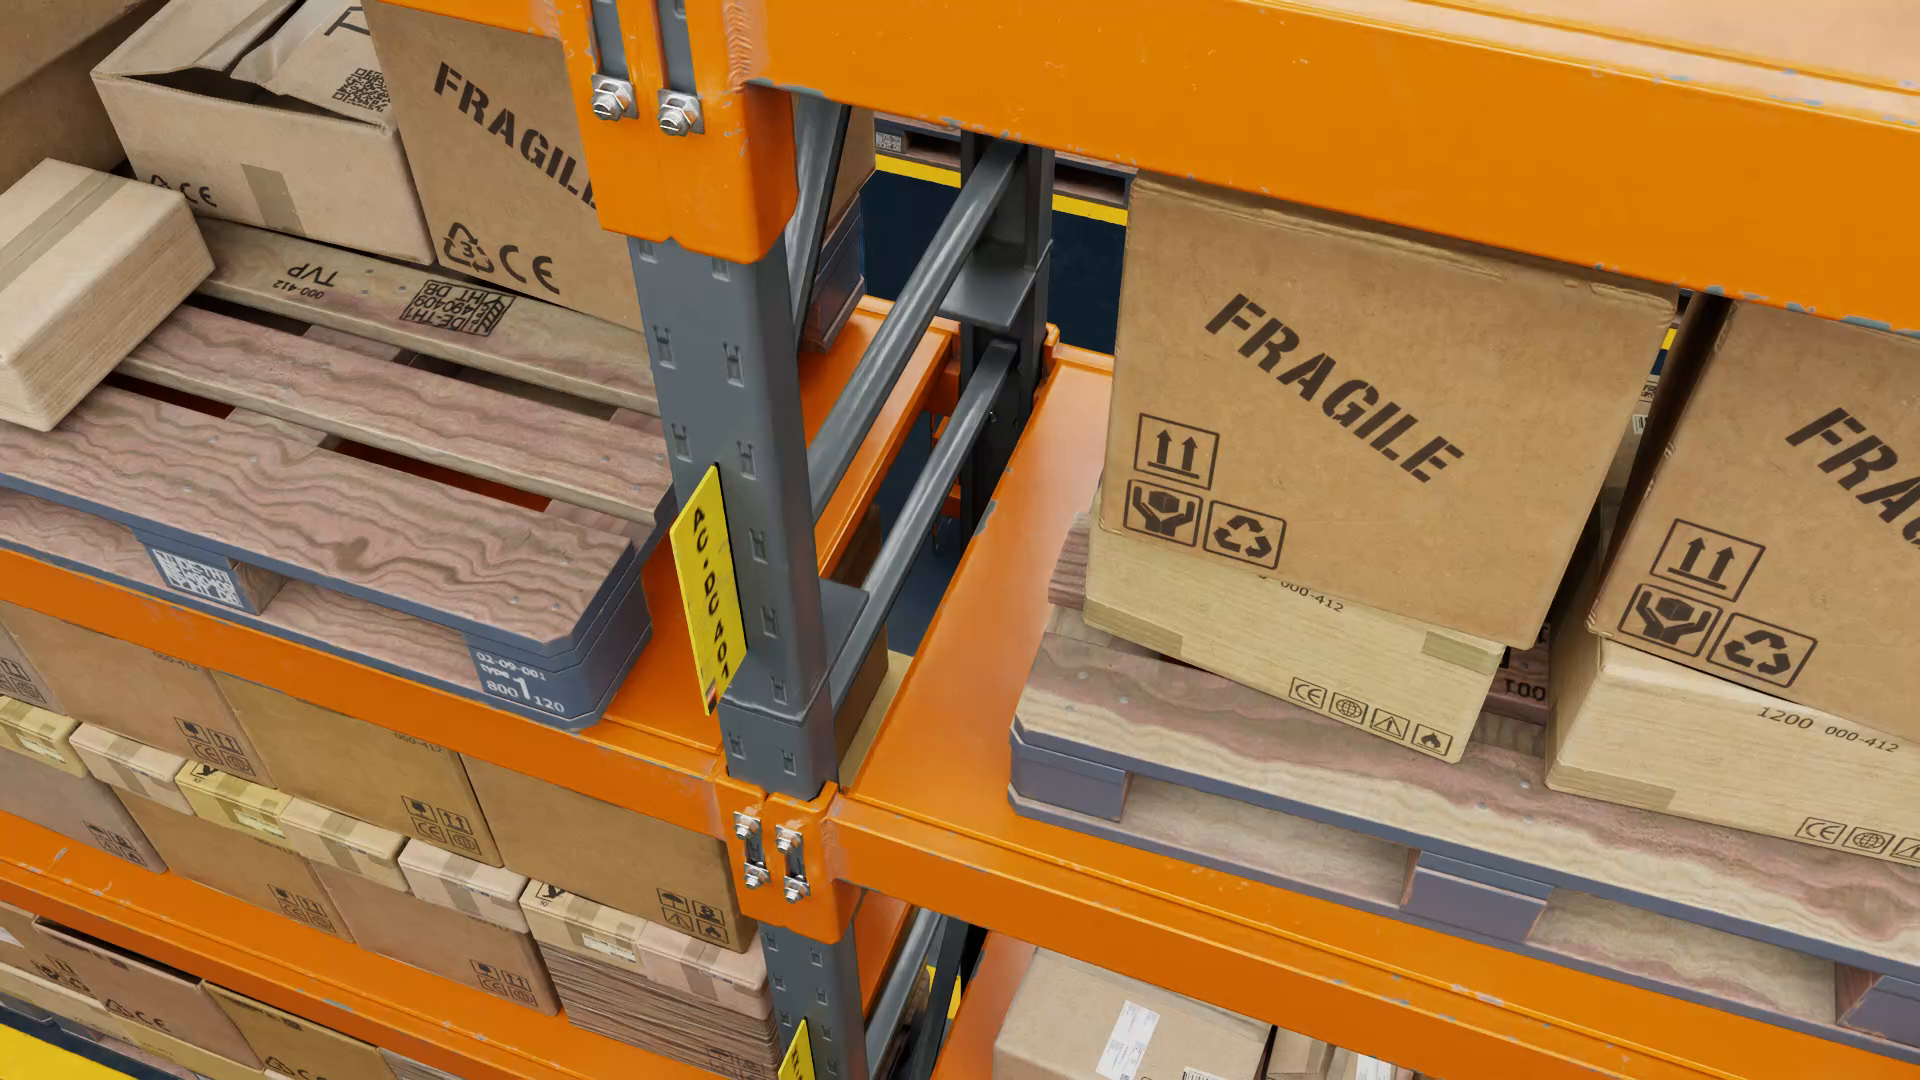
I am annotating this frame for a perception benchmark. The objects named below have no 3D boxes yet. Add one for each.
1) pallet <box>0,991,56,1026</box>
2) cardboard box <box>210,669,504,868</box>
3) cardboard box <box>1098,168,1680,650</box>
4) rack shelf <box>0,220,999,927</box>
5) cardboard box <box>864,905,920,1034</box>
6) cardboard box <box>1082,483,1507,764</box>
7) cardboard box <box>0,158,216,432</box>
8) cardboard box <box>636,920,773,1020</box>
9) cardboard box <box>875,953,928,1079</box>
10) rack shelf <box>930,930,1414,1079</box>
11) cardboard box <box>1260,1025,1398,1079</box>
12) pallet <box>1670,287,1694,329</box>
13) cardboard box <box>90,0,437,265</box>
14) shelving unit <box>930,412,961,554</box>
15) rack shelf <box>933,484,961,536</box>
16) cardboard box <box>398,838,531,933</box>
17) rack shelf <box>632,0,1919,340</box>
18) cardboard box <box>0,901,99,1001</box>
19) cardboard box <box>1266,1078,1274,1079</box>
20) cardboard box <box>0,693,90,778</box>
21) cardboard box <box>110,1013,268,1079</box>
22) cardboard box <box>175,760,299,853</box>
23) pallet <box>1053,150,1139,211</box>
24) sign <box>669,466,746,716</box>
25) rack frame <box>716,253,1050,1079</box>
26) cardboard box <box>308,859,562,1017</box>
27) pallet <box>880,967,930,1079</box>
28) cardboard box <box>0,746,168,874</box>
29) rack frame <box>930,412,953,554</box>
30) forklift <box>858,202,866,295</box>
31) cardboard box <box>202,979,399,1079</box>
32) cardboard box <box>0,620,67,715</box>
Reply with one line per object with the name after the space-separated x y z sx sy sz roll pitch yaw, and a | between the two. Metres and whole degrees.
-3.104 0.883 5.345 1.213 0.211 1.003 16 51 13 | pallet
-0.976 0.146 3.214 0.500 0.500 0.700 15 51 13 | cardboard box
0.482 -0.280 1.848 0.500 0.500 0.500 16 51 14 | cardboard box
-1.959 -0.424 3.123 4.000 0.370 1.077 16 51 13 | rack shelf
-0.410 1.021 4.426 0.500 0.500 0.500 16 51 13 | cardboard box
0.491 -0.056 2.150 0.500 0.250 0.500 20 52 17 | cardboard box
-1.309 -0.359 2.387 0.250 0.149 0.380 16 51 13 | cardboard box
-0.413 0.682 3.178 0.250 0.149 0.380 16 51 13 | cardboard box
-0.413 1.273 4.703 0.500 0.250 0.500 16 51 13 | cardboard box
1.793 1.606 3.349 4.000 0.370 1.077 16 51 13 | rack shelf
0.805 0.991 3.495 0.258 0.266 0.396 14 51 12 | cardboard box
3.509 -1.231 7.178 1.213 0.211 1.003 16 51 13 | pallet
-0.971 -0.750 2.619 0.500 0.311 0.500 13 50 11 | cardboard box
0.050 -0.330 5.841 0.252 1.050 0.215 16 51 13 | shelving unit
0.050 -0.141 6.059 0.240 0.259 0.215 16 51 13 | rack shelf
-0.890 0.549 3.294 0.250 0.149 0.380 14 51 12 | cardboard box
1.793 -0.228 1.233 4.000 0.370 1.077 16 51 13 | rack shelf
-2.466 0.866 4.560 0.500 0.500 0.500 16 51 13 | cardboard box
0.677 1.306 3.299 0.250 0.149 0.380 16 51 13 | cardboard box
-1.853 0.281 3.526 0.250 0.149 0.380 17 51 14 | cardboard box
-2.003 1.254 4.720 0.500 0.250 0.500 16 51 13 | cardboard box
-1.366 0.414 3.410 0.250 0.149 0.380 15 51 13 | cardboard box
0.988 -1.903 7.760 1.213 0.211 1.003 16 51 13 | pallet
-0.274 0.063 1.831 0.005 0.325 0.100 16 51 13 | sign
-0.083 0.847 3.531 0.127 3.000 1.000 16 51 13 | rack frame
-0.999 0.569 3.706 0.500 0.500 0.700 15 51 13 | cardboard box
-0.815 1.522 4.791 1.213 0.211 1.003 16 51 13 | pallet
-1.949 0.301 3.938 0.500 0.500 0.700 17 51 14 | cardboard box
-0.064 -0.362 5.869 0.008 1.050 0.200 16 51 13 | rack frame
-1.889 -1.666 5.754 3.031 2.935 1.130 20 52 17 | forklift
-1.529 1.130 4.331 0.500 0.500 0.500 16 51 13 | cardboard box
-1.914 -0.117 3.442 0.500 0.500 0.700 16 51 13 | cardboard box
